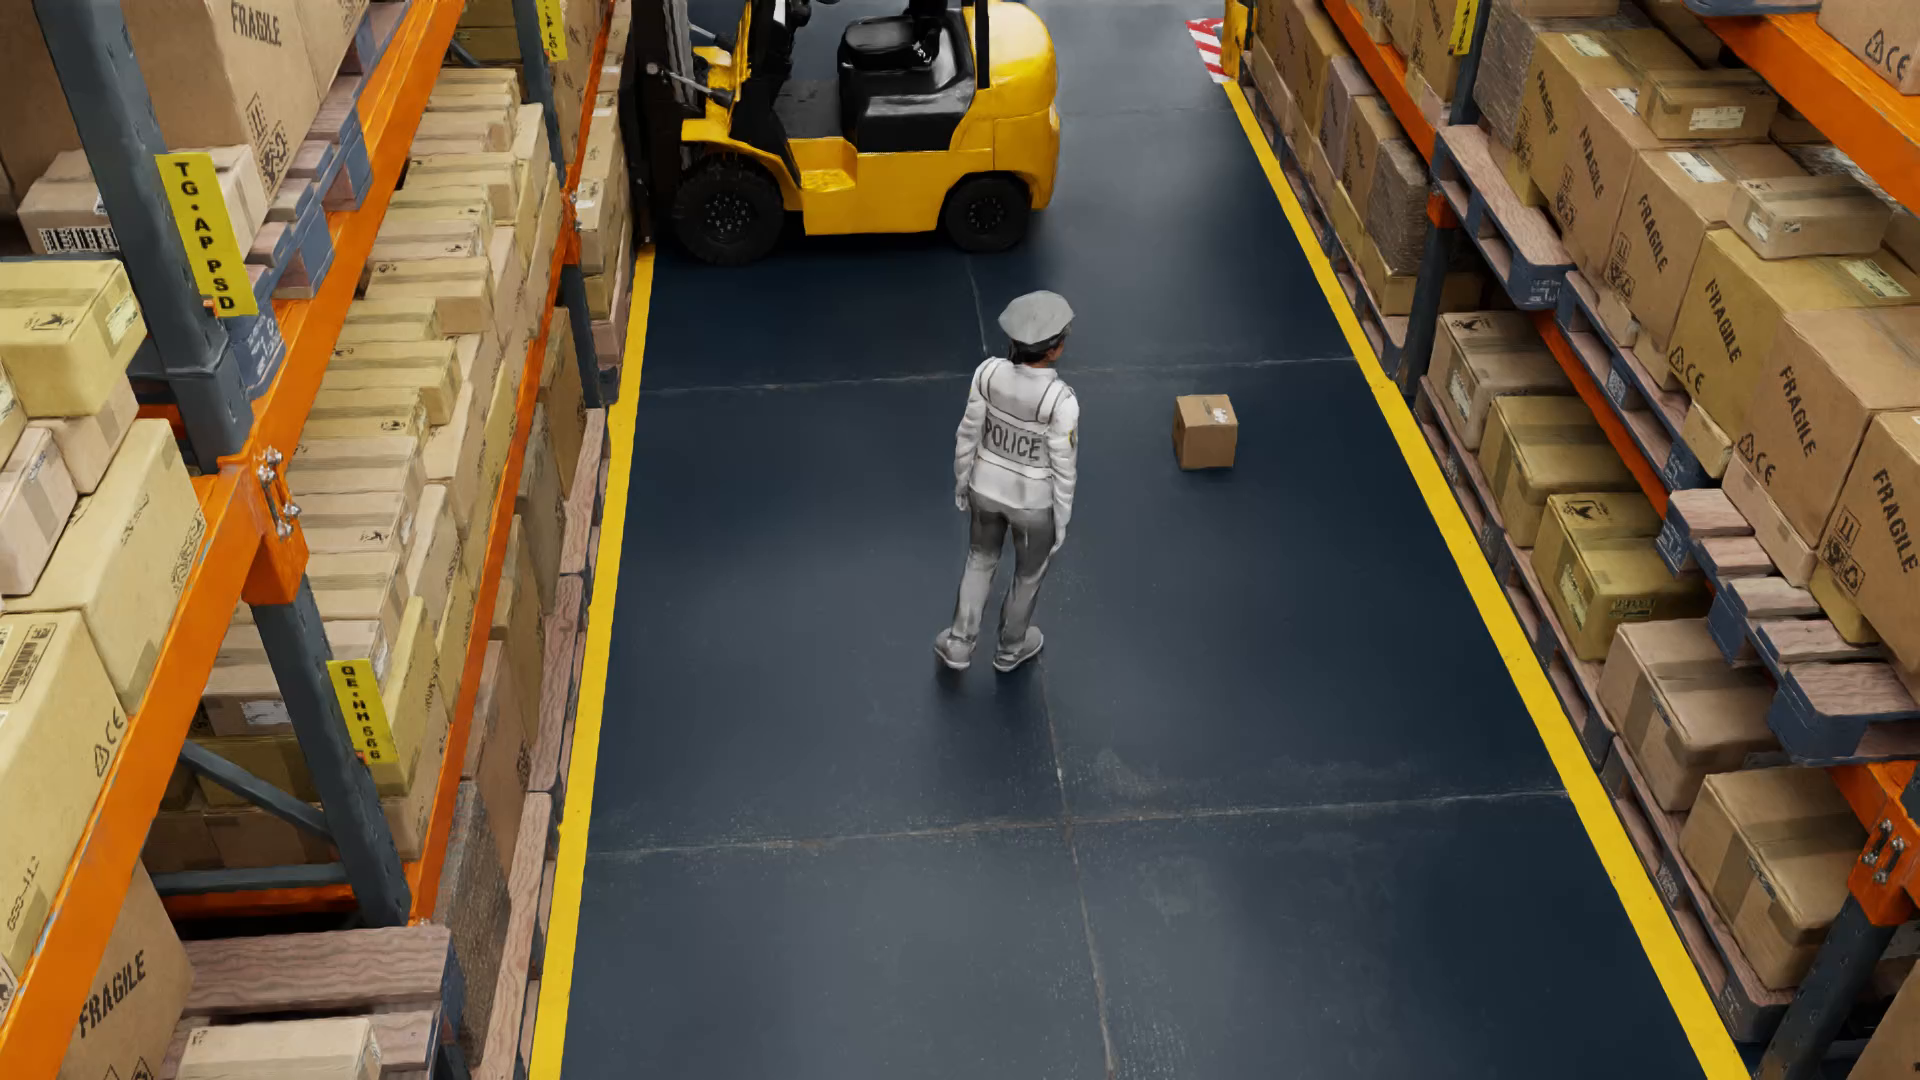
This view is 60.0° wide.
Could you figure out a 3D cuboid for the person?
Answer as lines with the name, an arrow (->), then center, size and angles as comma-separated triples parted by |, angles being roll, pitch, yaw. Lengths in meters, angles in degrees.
person -> 0.180, -0.134, 6.304 | 0.522, 1.670, 0.525 | 20, 44, 23
